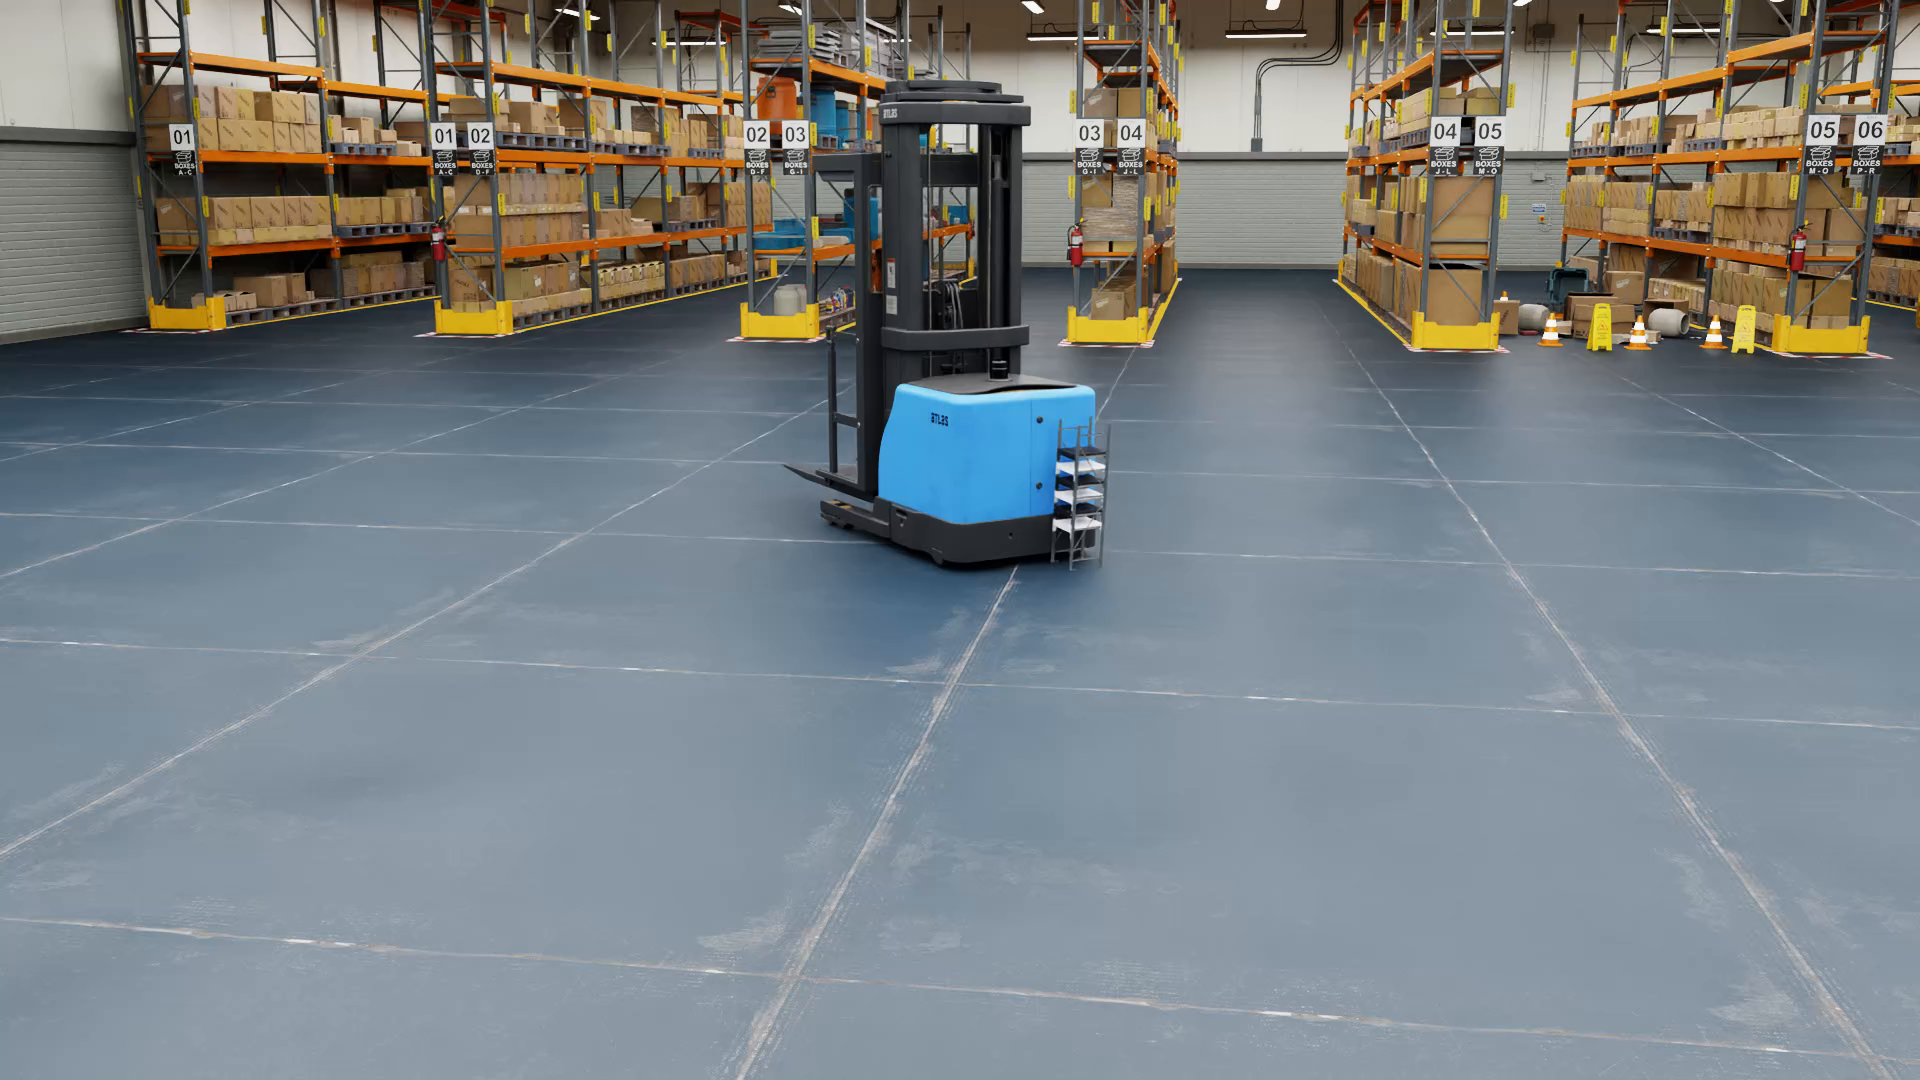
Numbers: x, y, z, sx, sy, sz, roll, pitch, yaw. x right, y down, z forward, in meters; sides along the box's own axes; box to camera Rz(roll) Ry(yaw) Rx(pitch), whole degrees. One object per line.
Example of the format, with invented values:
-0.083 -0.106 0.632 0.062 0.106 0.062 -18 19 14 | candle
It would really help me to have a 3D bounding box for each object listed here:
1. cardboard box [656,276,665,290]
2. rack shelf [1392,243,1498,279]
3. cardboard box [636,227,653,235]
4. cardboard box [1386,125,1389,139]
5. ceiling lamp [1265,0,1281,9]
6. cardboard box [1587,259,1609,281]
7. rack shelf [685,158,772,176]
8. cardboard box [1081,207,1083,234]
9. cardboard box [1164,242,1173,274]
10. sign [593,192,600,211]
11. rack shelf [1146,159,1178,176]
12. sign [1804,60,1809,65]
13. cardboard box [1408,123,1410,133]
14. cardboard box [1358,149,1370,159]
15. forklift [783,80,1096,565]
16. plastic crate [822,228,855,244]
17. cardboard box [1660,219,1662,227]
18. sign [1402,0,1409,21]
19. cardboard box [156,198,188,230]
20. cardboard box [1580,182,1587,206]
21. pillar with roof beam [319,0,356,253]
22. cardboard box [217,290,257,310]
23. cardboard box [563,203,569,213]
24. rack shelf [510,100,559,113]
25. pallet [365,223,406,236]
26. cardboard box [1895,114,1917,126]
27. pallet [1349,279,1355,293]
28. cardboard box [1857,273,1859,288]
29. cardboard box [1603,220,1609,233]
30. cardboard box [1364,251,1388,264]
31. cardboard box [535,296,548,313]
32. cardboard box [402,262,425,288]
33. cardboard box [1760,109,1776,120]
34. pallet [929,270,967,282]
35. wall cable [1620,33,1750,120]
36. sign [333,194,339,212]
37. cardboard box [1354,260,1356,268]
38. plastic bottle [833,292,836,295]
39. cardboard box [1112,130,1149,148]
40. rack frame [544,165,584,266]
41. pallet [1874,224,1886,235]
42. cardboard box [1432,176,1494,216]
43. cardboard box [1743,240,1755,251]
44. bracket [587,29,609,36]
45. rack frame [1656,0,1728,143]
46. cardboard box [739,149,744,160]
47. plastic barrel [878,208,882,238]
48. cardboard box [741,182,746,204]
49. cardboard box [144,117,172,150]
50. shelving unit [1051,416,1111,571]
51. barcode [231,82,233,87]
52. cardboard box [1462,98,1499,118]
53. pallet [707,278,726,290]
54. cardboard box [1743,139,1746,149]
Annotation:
-6.220 -5.136 33.233 0.500 0.250 0.500 2 12 10 | cardboard box
7.370 -4.288 25.477 1.077 0.370 4.000 2 12 9 | rack shelf
-6.246 -6.073 32.649 0.380 0.149 0.250 2 12 9 | cardboard box
7.887 -7.288 29.691 0.500 0.250 0.500 2 12 10 | cardboard box
6.618 -12.426 33.436 0.800 3.185 2.000 2 12 9 | ceiling lamp
14.155 -5.848 36.094 0.875 0.438 0.875 2 12 7 | cardboard box
-5.458 -8.756 39.088 1.077 0.370 4.000 2 12 9 | rack shelf
2.247 -4.821 25.299 0.875 0.500 0.500 2 12 9 | cardboard box
3.807 -5.750 34.599 1.225 0.875 0.875 1 12 7 | cardboard box
-6.447 -6.003 29.487 0.100 0.325 0.005 2 12 9 | sign
4.330 -8.434 37.595 1.077 0.370 4.000 2 12 9 | rack shelf
18.799 -10.700 36.877 0.100 0.325 0.005 2 12 9 | sign
7.131 -6.377 25.705 0.380 0.149 0.250 2 12 8 | cardboard box
8.717 -8.225 35.275 0.500 0.250 0.500 2 12 10 | cardboard box
-0.307 -1.548 11.217 1.130 2.935 3.031 -7 14 -29 | forklift
-2.004 -5.086 27.827 0.499 0.251 0.616 2 12 9 | plastic crate
12.966 -5.770 30.246 0.380 0.149 0.250 1 12 5 | cardboard box
7.140 -8.499 26.664 0.100 0.325 0.005 2 12 9 | sign
-12.644 -5.294 26.968 0.500 0.500 0.500 2 12 8 | cardboard box
13.855 -7.542 36.260 0.500 0.500 0.500 2 12 9 | cardboard box
-8.076 -9.102 31.869 9.100 9.000 0.400 2 12 9 | pillar with roof beam
-12.223 -4.047 27.989 0.500 0.311 0.500 3 13 13 | cardboard box
-6.943 -5.701 28.550 0.380 0.149 0.250 2 12 9 | cardboard box
-10.353 -10.186 39.555 1.077 0.370 4.000 2 12 9 | rack shelf
-11.540 -6.044 32.376 1.003 0.211 1.213 2 12 9 | pallet
18.741 -8.301 32.946 0.396 0.266 0.258 2 12 8 | cardboard box
8.977 -5.499 36.008 1.003 0.211 1.213 2 12 9 | pallet
18.423 -5.312 33.457 0.500 0.500 0.500 2 12 11 | cardboard box
13.486 -6.425 34.044 0.500 0.250 0.500 2 12 7 | cardboard box
8.300 -5.600 33.015 0.500 0.250 0.500 2 12 10 | cardboard box
-7.158 -3.900 27.502 0.500 0.250 0.500 2 12 9 | cardboard box
-11.335 -5.393 33.788 0.700 0.500 0.500 2 12 9 | cardboard box
11.932 -6.217 24.306 0.380 0.149 0.250 2 12 10 | cardboard box
-0.421 -6.362 40.015 1.003 0.211 1.213 2 12 9 | pallet
18.516 -11.436 42.607 2.988 3.039 0.133 2 12 9 | wall cable
-11.353 -6.126 30.245 0.100 0.325 0.005 2 12 9 | sign
8.706 -5.960 35.889 0.380 0.149 0.250 2 12 9 | cardboard box
-2.100 -4.033 27.988 0.061 0.283 0.133 2 12 9 | plastic bottle
2.507 -5.890 24.439 0.500 0.250 0.500 2 12 10 | cardboard box
-10.045 -8.217 42.001 1.000 3.000 0.127 2 12 9 | rack frame
18.489 -6.165 32.936 1.003 0.211 1.213 2 12 9 | pallet
7.158 -4.900 23.692 0.875 0.550 0.550 2 12 9 | cardboard box
12.002 -4.419 24.975 0.380 0.149 0.250 2 12 8 | cardboard box
-9.796 -13.945 45.794 0.076 0.066 3.189 2 12 9 | bracket
13.200 -8.682 29.918 1.000 3.000 0.127 2 12 9 | rack frame
-5.287 -8.919 38.494 0.500 0.250 0.500 2 12 9 | cardboard box
-1.625 -5.809 30.506 0.433 0.535 0.433 0 12 0 | plastic barrel
-5.256 -8.066 38.688 0.500 0.500 0.500 2 12 7 | cardboard box
-12.692 -6.506 26.659 0.500 0.500 0.500 3 12 13 | cardboard box
0.736 -0.284 10.139 0.258 0.900 0.210 -7 19 -29 | shelving unit
-12.529 -7.839 28.616 0.001 0.075 0.075 2 12 9 | barcode
7.390 -6.108 23.510 0.500 0.250 0.500 2 12 9 | cardboard box
-5.853 -5.691 36.899 1.003 0.211 1.213 2 12 9 | pallet
12.192 -6.044 25.396 0.380 0.149 0.250 2 12 10 | cardboard box
